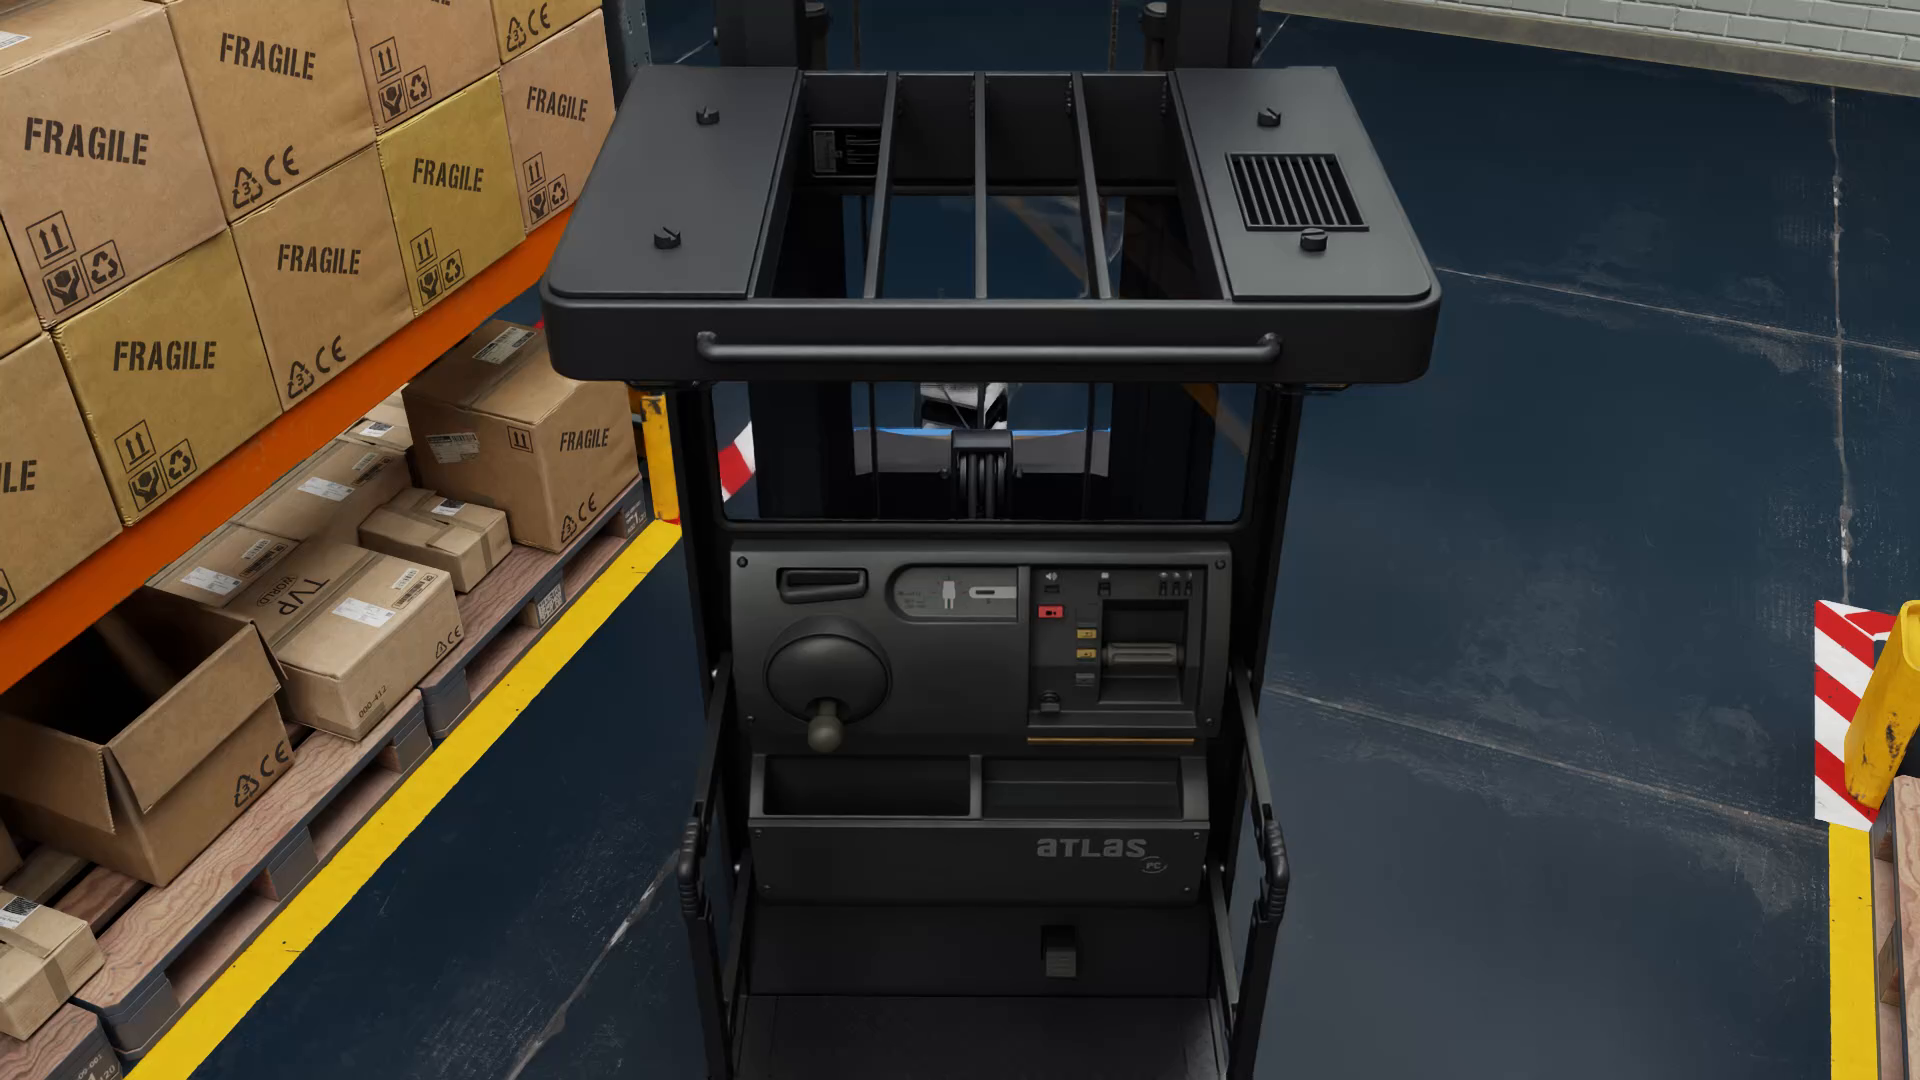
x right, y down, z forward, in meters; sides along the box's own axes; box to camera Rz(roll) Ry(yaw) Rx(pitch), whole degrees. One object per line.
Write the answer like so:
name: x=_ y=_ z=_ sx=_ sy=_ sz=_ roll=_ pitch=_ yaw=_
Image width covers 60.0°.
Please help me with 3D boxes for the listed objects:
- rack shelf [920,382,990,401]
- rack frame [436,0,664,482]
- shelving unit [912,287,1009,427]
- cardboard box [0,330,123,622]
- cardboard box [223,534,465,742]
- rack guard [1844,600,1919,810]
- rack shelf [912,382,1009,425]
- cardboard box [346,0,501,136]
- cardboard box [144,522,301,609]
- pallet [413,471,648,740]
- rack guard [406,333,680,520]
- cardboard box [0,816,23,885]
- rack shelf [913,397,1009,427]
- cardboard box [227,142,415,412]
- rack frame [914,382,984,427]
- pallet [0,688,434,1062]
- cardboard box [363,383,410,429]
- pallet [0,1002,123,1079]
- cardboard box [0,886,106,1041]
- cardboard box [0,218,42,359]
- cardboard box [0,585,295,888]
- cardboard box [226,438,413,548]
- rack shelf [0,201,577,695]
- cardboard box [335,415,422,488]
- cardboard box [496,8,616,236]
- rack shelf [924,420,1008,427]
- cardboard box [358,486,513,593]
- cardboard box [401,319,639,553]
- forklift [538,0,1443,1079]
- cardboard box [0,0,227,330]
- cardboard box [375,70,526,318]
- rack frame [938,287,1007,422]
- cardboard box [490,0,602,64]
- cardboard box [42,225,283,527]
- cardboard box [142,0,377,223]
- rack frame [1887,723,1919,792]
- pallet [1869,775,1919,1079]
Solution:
rack shelf: x=0.003 y=-0.555 z=5.345 sx=0.258 sy=0.077 sz=0.200 roll=14 pitch=39 yaw=18
rack frame: x=-1.440 y=-1.529 z=5.291 sx=1.000 sy=3.000 sz=0.127 roll=14 pitch=39 yaw=18
shelving unit: x=0.003 y=-0.365 z=5.487 sx=0.258 sy=0.900 sz=0.210 roll=14 pitch=39 yaw=18
cardboard box: x=-2.132 y=-0.136 z=3.342 sx=0.500 sy=0.500 sz=0.500 roll=14 pitch=39 yaw=18
cardboard box: x=-1.808 y=0.272 z=4.810 sx=0.500 sy=0.250 sz=0.500 roll=14 pitch=39 yaw=18
rack guard: x=3.136 y=0.586 z=4.548 sx=1.175 sy=0.500 sz=0.348 roll=14 pitch=39 yaw=18
rack shelf: x=0.003 y=-0.482 z=5.399 sx=0.258 sy=0.077 sz=0.200 roll=14 pitch=39 yaw=18
cardboard box: x=-1.547 y=-1.381 z=4.173 sx=0.500 sy=0.500 sz=0.500 roll=15 pitch=39 yaw=19
cardboard box: x=-2.290 y=0.186 z=4.925 sx=0.500 sy=0.250 sz=0.500 roll=14 pitch=39 yaw=18
pallet: x=-1.771 y=0.071 z=5.479 sx=1.003 sy=0.211 sz=1.213 roll=14 pitch=39 yaw=18
rack guard: x=-1.469 y=-0.486 z=5.983 sx=1.175 sy=0.500 sz=0.348 roll=14 pitch=39 yaw=18
cardboard box: x=-2.722 y=0.791 z=4.065 sx=0.500 sy=0.311 sz=0.500 roll=14 pitch=39 yaw=18
rack shelf: x=0.003 y=-0.410 z=5.453 sx=0.258 sy=0.077 sz=0.200 roll=14 pitch=39 yaw=18
cardboard box: x=-1.748 y=-0.696 z=4.093 sx=0.500 sy=0.500 sz=0.500 roll=14 pitch=39 yaw=18
rack frame: x=-0.036 y=-0.309 z=5.411 sx=0.240 sy=0.900 sz=0.006 roll=14 pitch=39 yaw=18
pallet: x=-2.237 y=0.744 z=4.578 sx=1.003 sy=0.211 sz=1.213 roll=14 pitch=39 yaw=18
cardboard box: x=-1.917 y=-0.410 z=5.807 sx=0.380 sy=0.149 sz=0.250 roll=14 pitch=39 yaw=18
pallet: x=-2.700 y=1.422 z=3.671 sx=1.003 sy=0.211 sz=1.213 roll=14 pitch=39 yaw=18
cardboard box: x=-2.282 y=0.980 z=3.933 sx=0.380 sy=0.166 sz=0.250 roll=14 pitch=39 yaw=18
cardboard box: x=-2.131 y=-0.522 z=3.025 sx=0.500 sy=0.500 sz=0.500 roll=13 pitch=39 yaw=16
cardboard box: x=-2.252 y=0.468 z=4.337 sx=0.797 sy=0.503 sz=0.637 roll=14 pitch=39 yaw=18
cardboard box: x=-2.100 y=-0.091 z=5.296 sx=0.500 sy=0.250 sz=0.500 roll=14 pitch=39 yaw=18
rack shelf: x=-2.201 y=-0.134 z=4.025 sx=1.077 sy=0.370 sz=4.000 roll=14 pitch=39 yaw=18
cardboard box: x=-2.012 y=-0.279 z=5.617 sx=0.380 sy=0.166 sz=0.250 roll=14 pitch=39 yaw=18
cardboard box: x=-1.359 y=-1.259 z=4.846 sx=0.500 sy=0.500 sz=0.500 roll=15 pitch=39 yaw=19
rack shelf: x=0.003 y=-0.338 z=5.507 sx=0.258 sy=0.077 sz=0.200 roll=14 pitch=39 yaw=18
cardboard box: x=-1.657 y=-0.010 z=5.257 sx=0.380 sy=0.166 sz=0.250 roll=14 pitch=39 yaw=18
cardboard box: x=-1.419 y=-0.347 z=5.430 sx=0.500 sy=0.500 sz=0.500 roll=14 pitch=39 yaw=18
forklift: x=0.039 y=0.269 z=2.942 sx=1.130 sy=2.935 sz=3.031 roll=0 pitch=37 yaw=0
cardboard box: x=-1.935 y=-0.809 z=3.408 sx=0.500 sy=0.500 sz=0.500 roll=15 pitch=39 yaw=19
cardboard box: x=-1.553 y=-0.971 z=4.461 sx=0.500 sy=0.500 sz=0.500 roll=14 pitch=39 yaw=18
rack frame: x=0.042 y=-0.421 z=5.562 sx=0.240 sy=0.900 sz=0.006 roll=14 pitch=39 yaw=18
cardboard box: x=-1.355 y=-1.661 z=4.548 sx=0.500 sy=0.500 sz=0.500 roll=14 pitch=39 yaw=17
cardboard box: x=-1.940 y=-0.418 z=3.720 sx=0.500 sy=0.500 sz=0.500 roll=13 pitch=39 yaw=17
cardboard box: x=-1.740 y=-1.093 z=3.788 sx=0.500 sy=0.500 sz=0.500 roll=15 pitch=39 yaw=19
rack frame: x=3.139 y=-0.399 z=3.778 sx=1.000 sy=3.000 sz=0.127 roll=14 pitch=39 yaw=18
pallet: x=2.790 y=1.166 z=4.014 sx=1.003 sy=0.211 sz=1.213 roll=14 pitch=39 yaw=18
